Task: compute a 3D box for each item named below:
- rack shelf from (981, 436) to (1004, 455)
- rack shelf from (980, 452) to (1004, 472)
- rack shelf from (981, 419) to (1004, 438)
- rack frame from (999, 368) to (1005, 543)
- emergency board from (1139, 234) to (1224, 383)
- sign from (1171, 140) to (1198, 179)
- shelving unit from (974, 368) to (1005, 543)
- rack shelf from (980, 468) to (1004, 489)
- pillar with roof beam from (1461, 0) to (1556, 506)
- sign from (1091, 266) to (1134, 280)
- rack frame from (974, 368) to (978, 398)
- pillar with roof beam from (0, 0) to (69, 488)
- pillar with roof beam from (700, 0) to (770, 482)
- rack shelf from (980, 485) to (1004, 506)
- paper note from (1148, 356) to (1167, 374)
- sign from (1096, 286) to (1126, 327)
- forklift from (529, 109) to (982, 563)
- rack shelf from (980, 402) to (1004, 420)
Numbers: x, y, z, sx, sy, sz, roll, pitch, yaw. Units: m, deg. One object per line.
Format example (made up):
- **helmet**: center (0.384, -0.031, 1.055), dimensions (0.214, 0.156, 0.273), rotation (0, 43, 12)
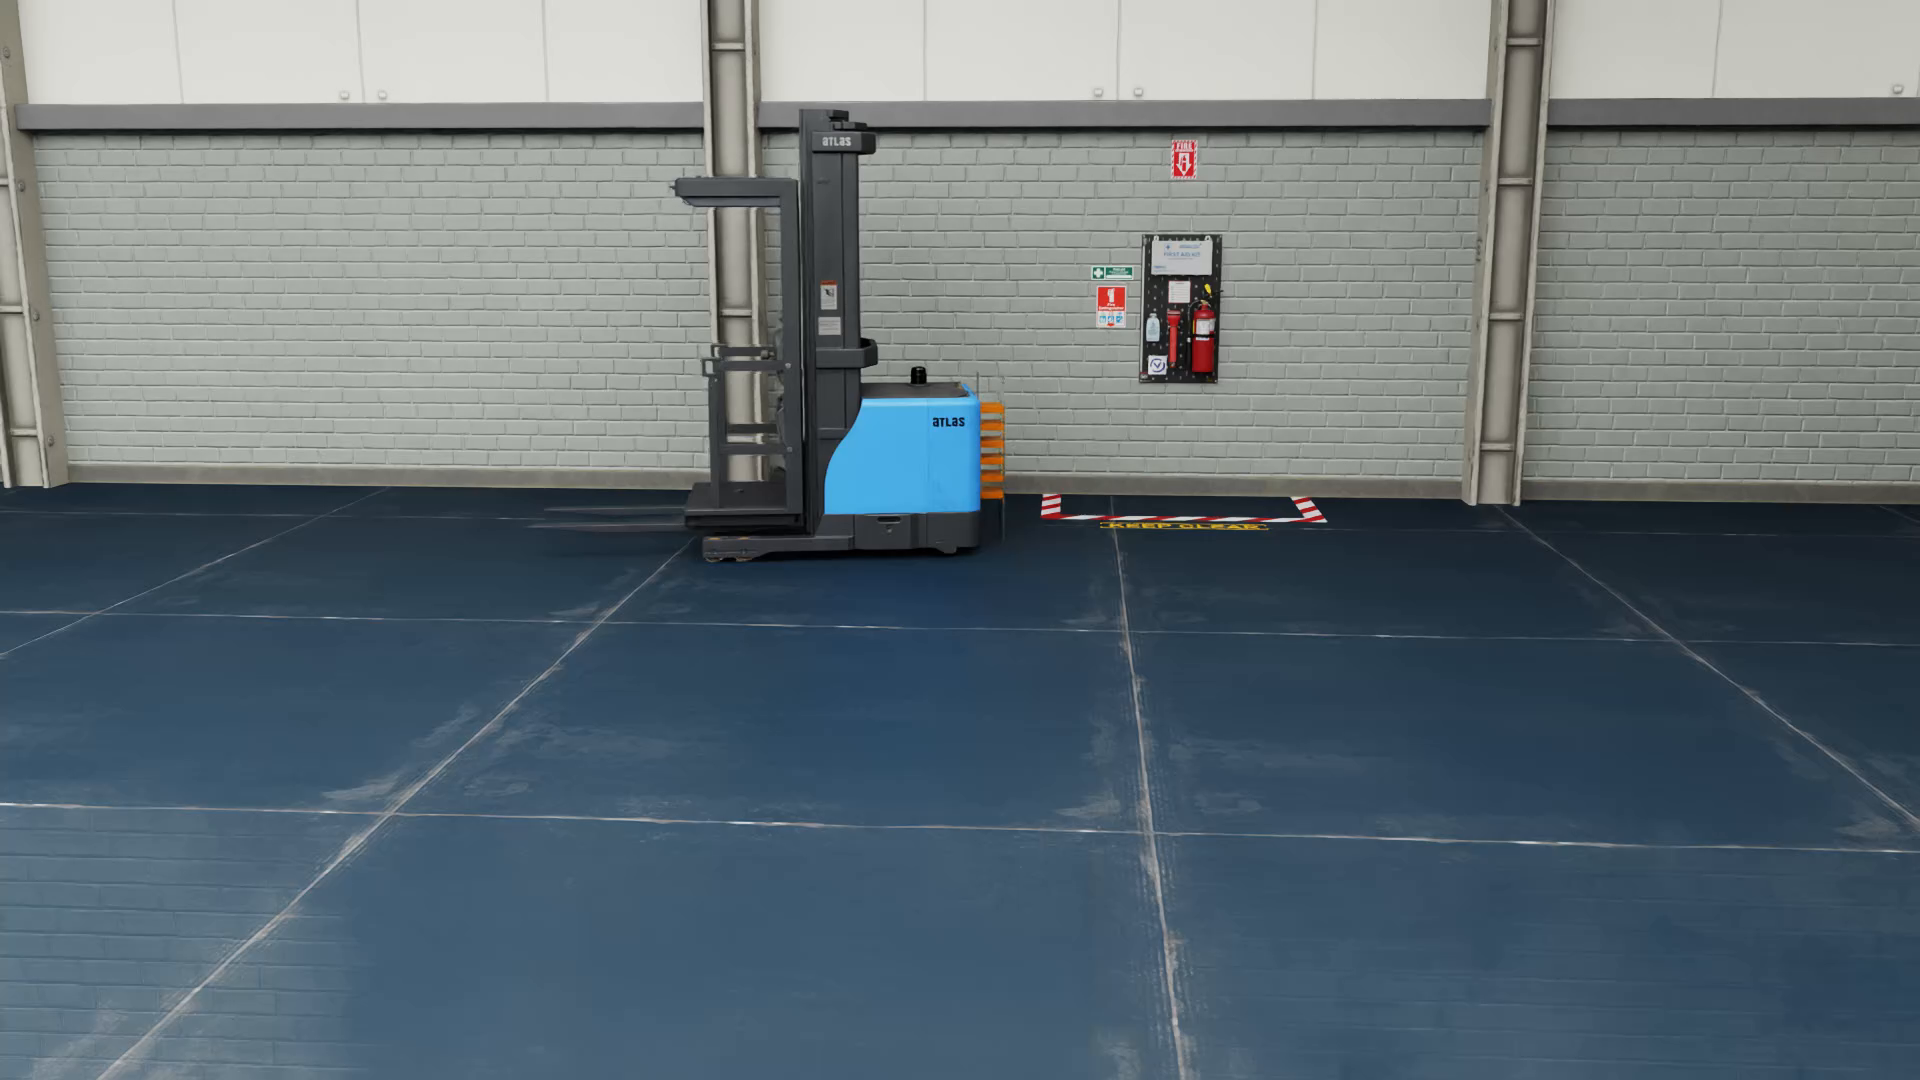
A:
- **rack shelf**: center (0.204, -0.666, 11.653), dimensions (0.180, 0.103, 0.258), rotation (-1, 12, -5)
- **rack shelf**: center (0.204, -0.549, 11.678), dimensions (0.180, 0.103, 0.258), rotation (-1, 12, -5)
- **rack shelf**: center (0.204, -0.784, 11.629), dimensions (0.180, 0.103, 0.258), rotation (-1, 12, -5)
- **rack frame**: center (0.296, -0.594, 11.677), dimensions (0.006, 1.200, 0.240), rotation (-1, 12, -5)
- **emergency board**: center (1.748, -1.811, 13.102), dimensions (0.643, 1.169, 0.194), rotation (1, 12, 4)
- **sign**: center (1.747, -2.967, 12.962), dimensions (0.199, 0.298, 0.001), rotation (1, 12, 4)
- **shelving unit**: center (0.204, -0.592, 11.669), dimensions (0.189, 1.200, 0.258), rotation (-1, 12, -5)
- **rack shelf**: center (0.204, -0.431, 11.703), dimensions (0.180, 0.103, 0.258), rotation (-1, 12, -5)
- **pillar with roof beam**: center (3.924, -3.827, 8.084), dimensions (0.400, 9.000, 9.100), rotation (1, 12, 4)
- **sign**: center (1.208, -2.115, 13.172), dimensions (0.331, 0.109, 0.001), rotation (1, 12, 4)
- **rack frame**: center (0.113, -0.591, 11.661), dimensions (0.006, 1.200, 0.240), rotation (-1, 12, -5)
- **pillar with roof beam**: center (-8.049, -3.991, 8.869), dimensions (0.400, 9.000, 9.100), rotation (1, 12, 4)
- **pillar with roof beam**: center (-2.063, -3.909, 8.477), dimensions (0.400, 9.000, 9.100), rotation (1, 12, 4)
- **rack shelf**: center (0.204, -0.314, 11.727), dimensions (0.180, 0.103, 0.258), rotation (-1, 12, -5)
- **paper note**: center (1.576, -1.397, 13.271), dimensions (0.142, 0.148, 0.016), rotation (1, 12, 4)
- **sign**: center (1.204, -1.858, 13.235), dimensions (0.234, 0.329, 0.001), rotation (1, 12, 4)
- **forklift**: center (-1.396, -1.398, 11.293), dimensions (3.031, 2.935, 1.130), rotation (-1, 12, -5)
- **rack shelf**: center (0.204, -0.901, 11.604), dimensions (0.180, 0.103, 0.258), rotation (-1, 12, -5)
